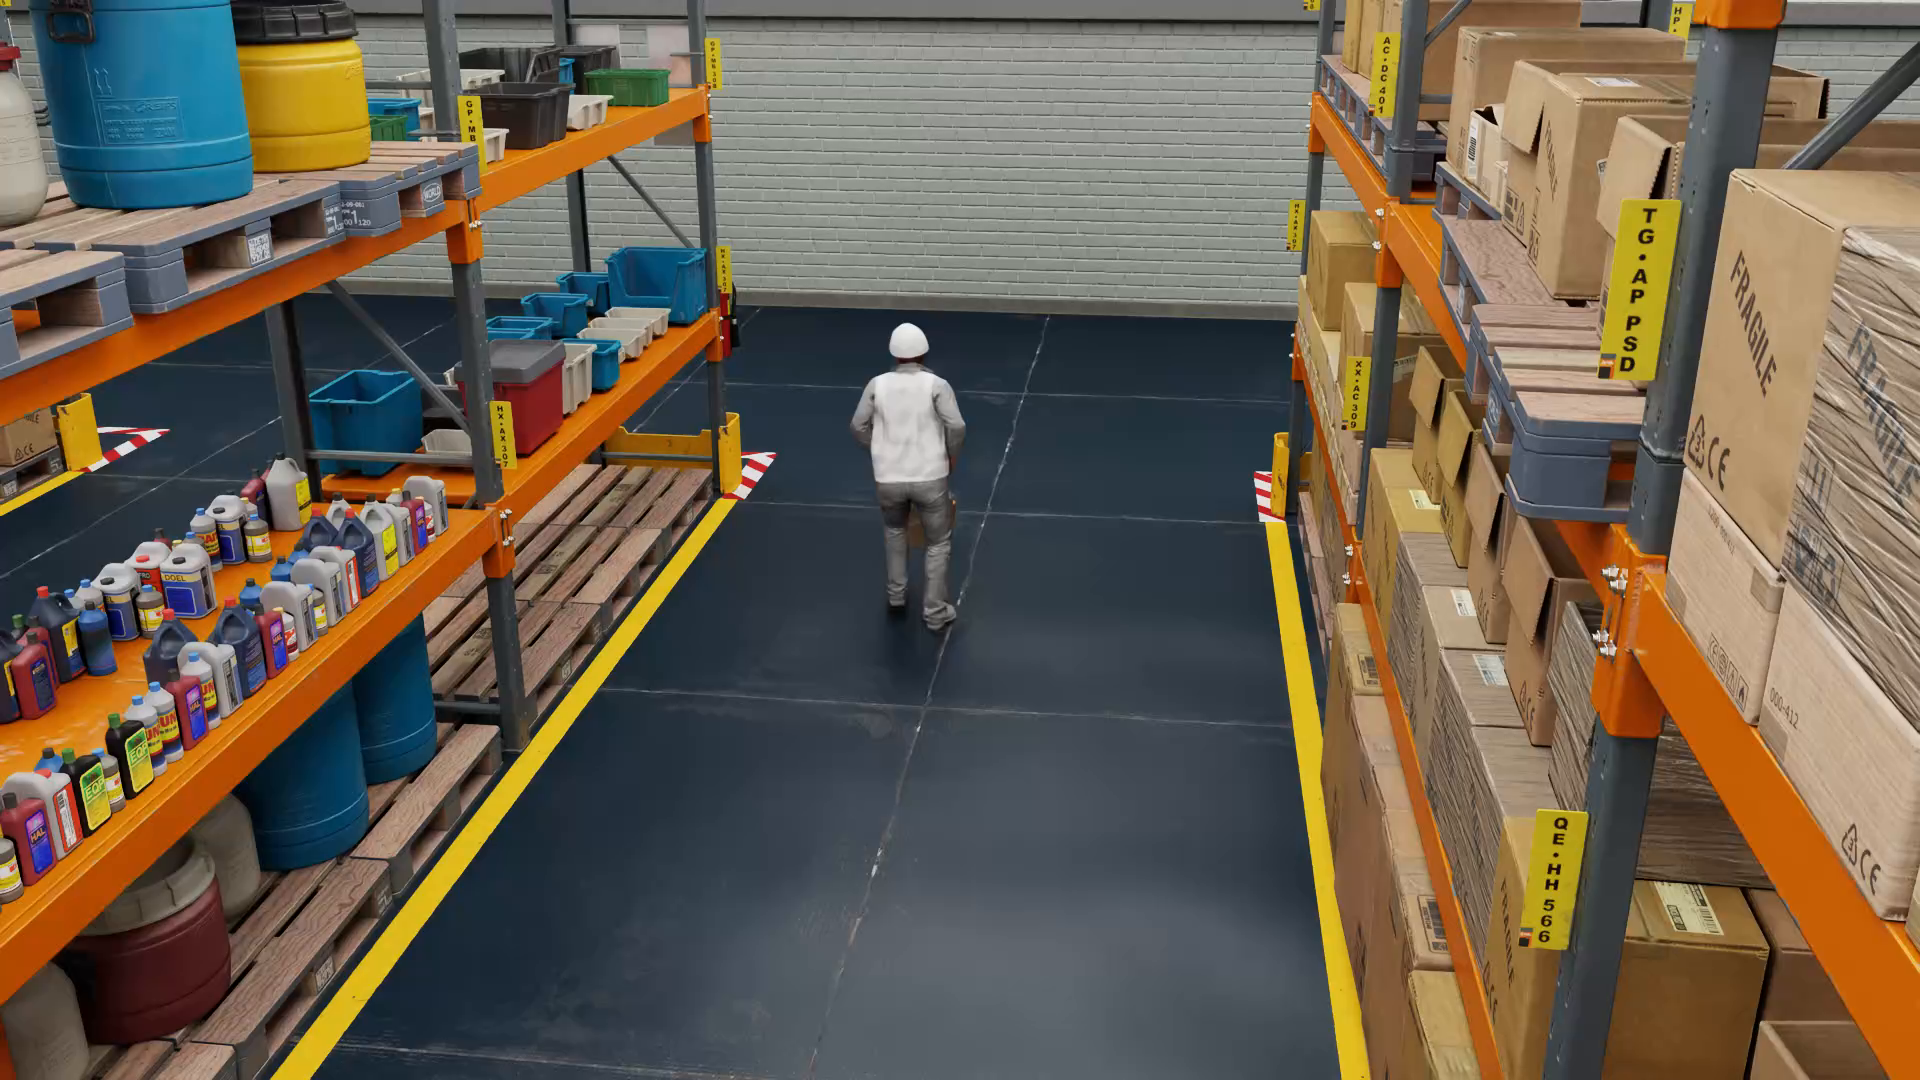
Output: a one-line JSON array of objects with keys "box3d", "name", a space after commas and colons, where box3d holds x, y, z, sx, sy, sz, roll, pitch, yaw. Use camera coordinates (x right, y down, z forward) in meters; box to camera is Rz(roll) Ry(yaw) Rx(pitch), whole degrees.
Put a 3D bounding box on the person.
[{"box3d": [-0.289, -0.380, 9.621, 0.684, 1.712, 0.596, 4, 21, 10], "name": "person"}]
